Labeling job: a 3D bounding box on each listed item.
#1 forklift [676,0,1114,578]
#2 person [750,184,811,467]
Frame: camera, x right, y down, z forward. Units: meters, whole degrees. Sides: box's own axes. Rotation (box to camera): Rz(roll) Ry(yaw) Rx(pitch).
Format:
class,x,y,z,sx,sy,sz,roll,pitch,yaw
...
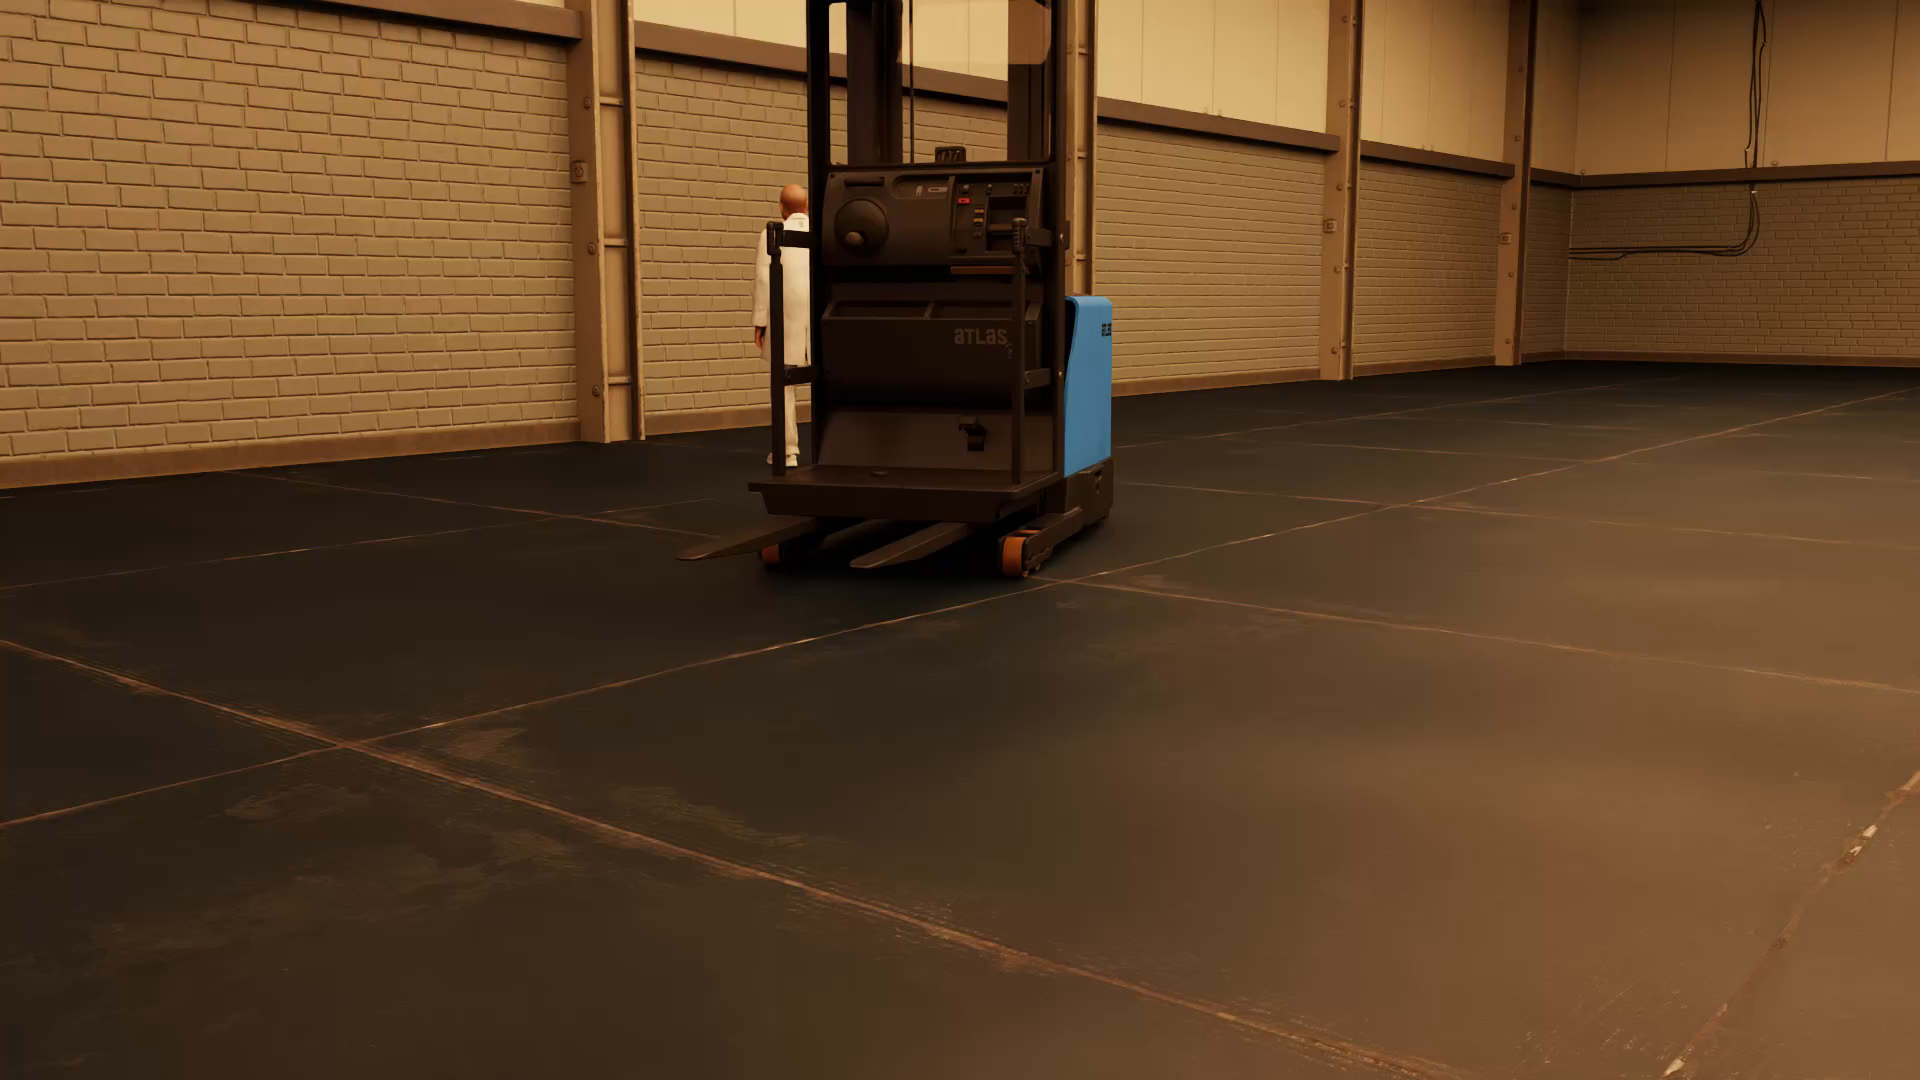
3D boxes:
class,x,y,z,sx,sy,sz,roll,pitch,yaw
forklift,-0.176,-1.366,6.616,1.130,2.935,3.031,3,9,17
person,-1.014,-1.355,10.542,0.642,1.772,0.434,-3,9,-17
